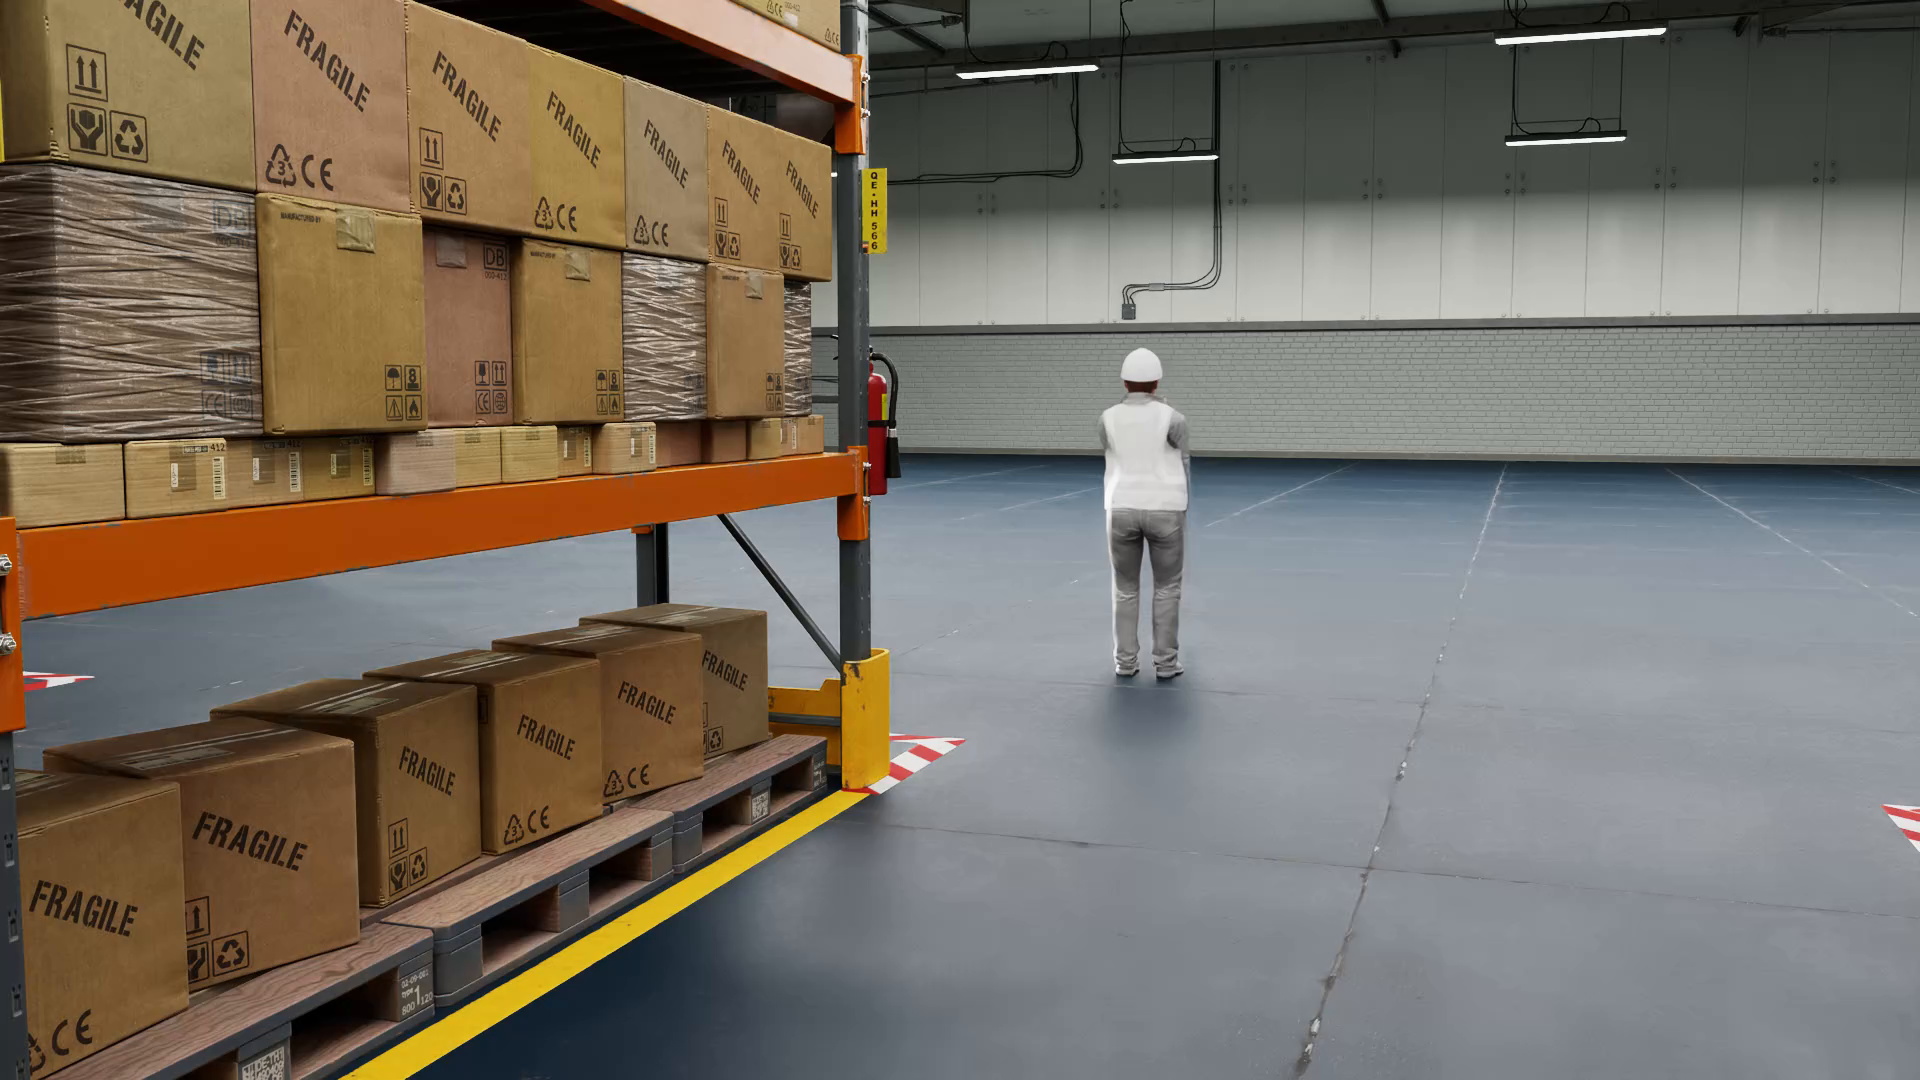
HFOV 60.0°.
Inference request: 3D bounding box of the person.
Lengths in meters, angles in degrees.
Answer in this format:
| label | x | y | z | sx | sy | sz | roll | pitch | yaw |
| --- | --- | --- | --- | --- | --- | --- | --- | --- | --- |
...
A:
| label | x | y | z | sx | sy | sz | roll | pitch | yaw |
| --- | --- | --- | --- | --- | --- | --- | --- | --- | --- |
| person | 1.012 | -0.151 | 9.042 | 0.495 | 1.770 | 0.556 | 2 | 5 | 19 |
